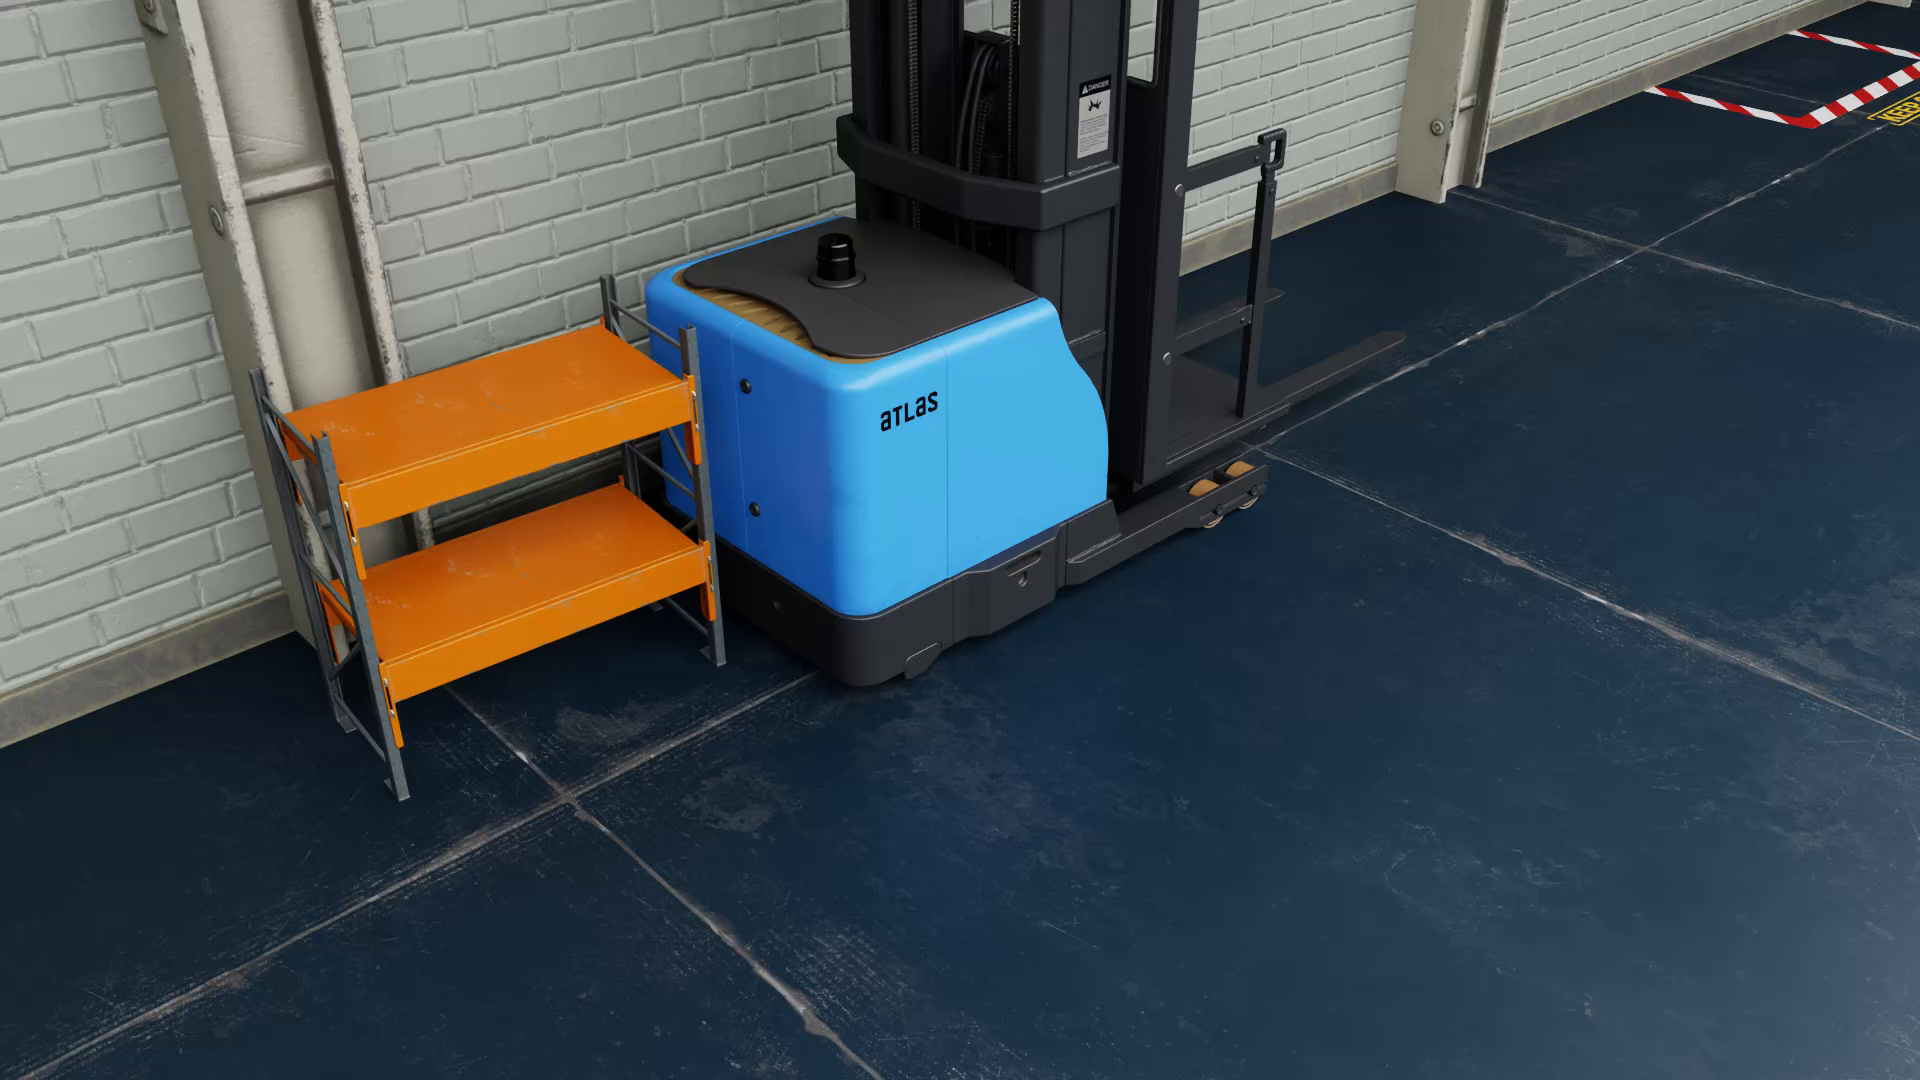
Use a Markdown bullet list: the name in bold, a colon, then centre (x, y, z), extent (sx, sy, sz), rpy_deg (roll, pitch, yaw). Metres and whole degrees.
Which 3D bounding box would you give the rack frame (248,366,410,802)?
- **rack frame**: centre (-1.684, 0.134, 4.453), extent (0.032, 1.125, 0.500), rpy_deg (-22, 38, -32)

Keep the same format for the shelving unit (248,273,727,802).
- **shelving unit**: centre (-1.286, -0.031, 4.722), extent (1.048, 1.125, 0.538), rpy_deg (-22, 38, -32)

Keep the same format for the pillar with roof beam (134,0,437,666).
- **pillar with roof beam**: centre (1.045, -1.932, 0.284), extent (0.400, 9.000, 9.100), rpy_deg (-26, 40, -35)

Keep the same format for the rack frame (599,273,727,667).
- **rack frame**: centre (-0.887, -0.196, 4.992), extent (0.032, 1.125, 0.500), rpy_deg (-22, 38, -32)

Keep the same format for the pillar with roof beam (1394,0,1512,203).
- **pillar with roof beam**: centre (5.445, -4.060, 3.764), extent (0.400, 9.000, 9.100), rpy_deg (-26, 40, -35)

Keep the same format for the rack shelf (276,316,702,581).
- **rack shelf**: centre (-1.286, -0.280, 4.569), extent (1.000, 0.278, 0.538), rpy_deg (-22, 38, -32)

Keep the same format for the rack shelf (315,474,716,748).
- **rack shelf**: centre (-1.286, 0.178, 4.850), extent (1.000, 0.278, 0.538), rpy_deg (-22, 38, -32)

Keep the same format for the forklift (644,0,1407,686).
- **forklift**: centre (0.457, -1.471, 5.346), extent (3.031, 2.935, 1.130), rpy_deg (-26, 40, -35)
